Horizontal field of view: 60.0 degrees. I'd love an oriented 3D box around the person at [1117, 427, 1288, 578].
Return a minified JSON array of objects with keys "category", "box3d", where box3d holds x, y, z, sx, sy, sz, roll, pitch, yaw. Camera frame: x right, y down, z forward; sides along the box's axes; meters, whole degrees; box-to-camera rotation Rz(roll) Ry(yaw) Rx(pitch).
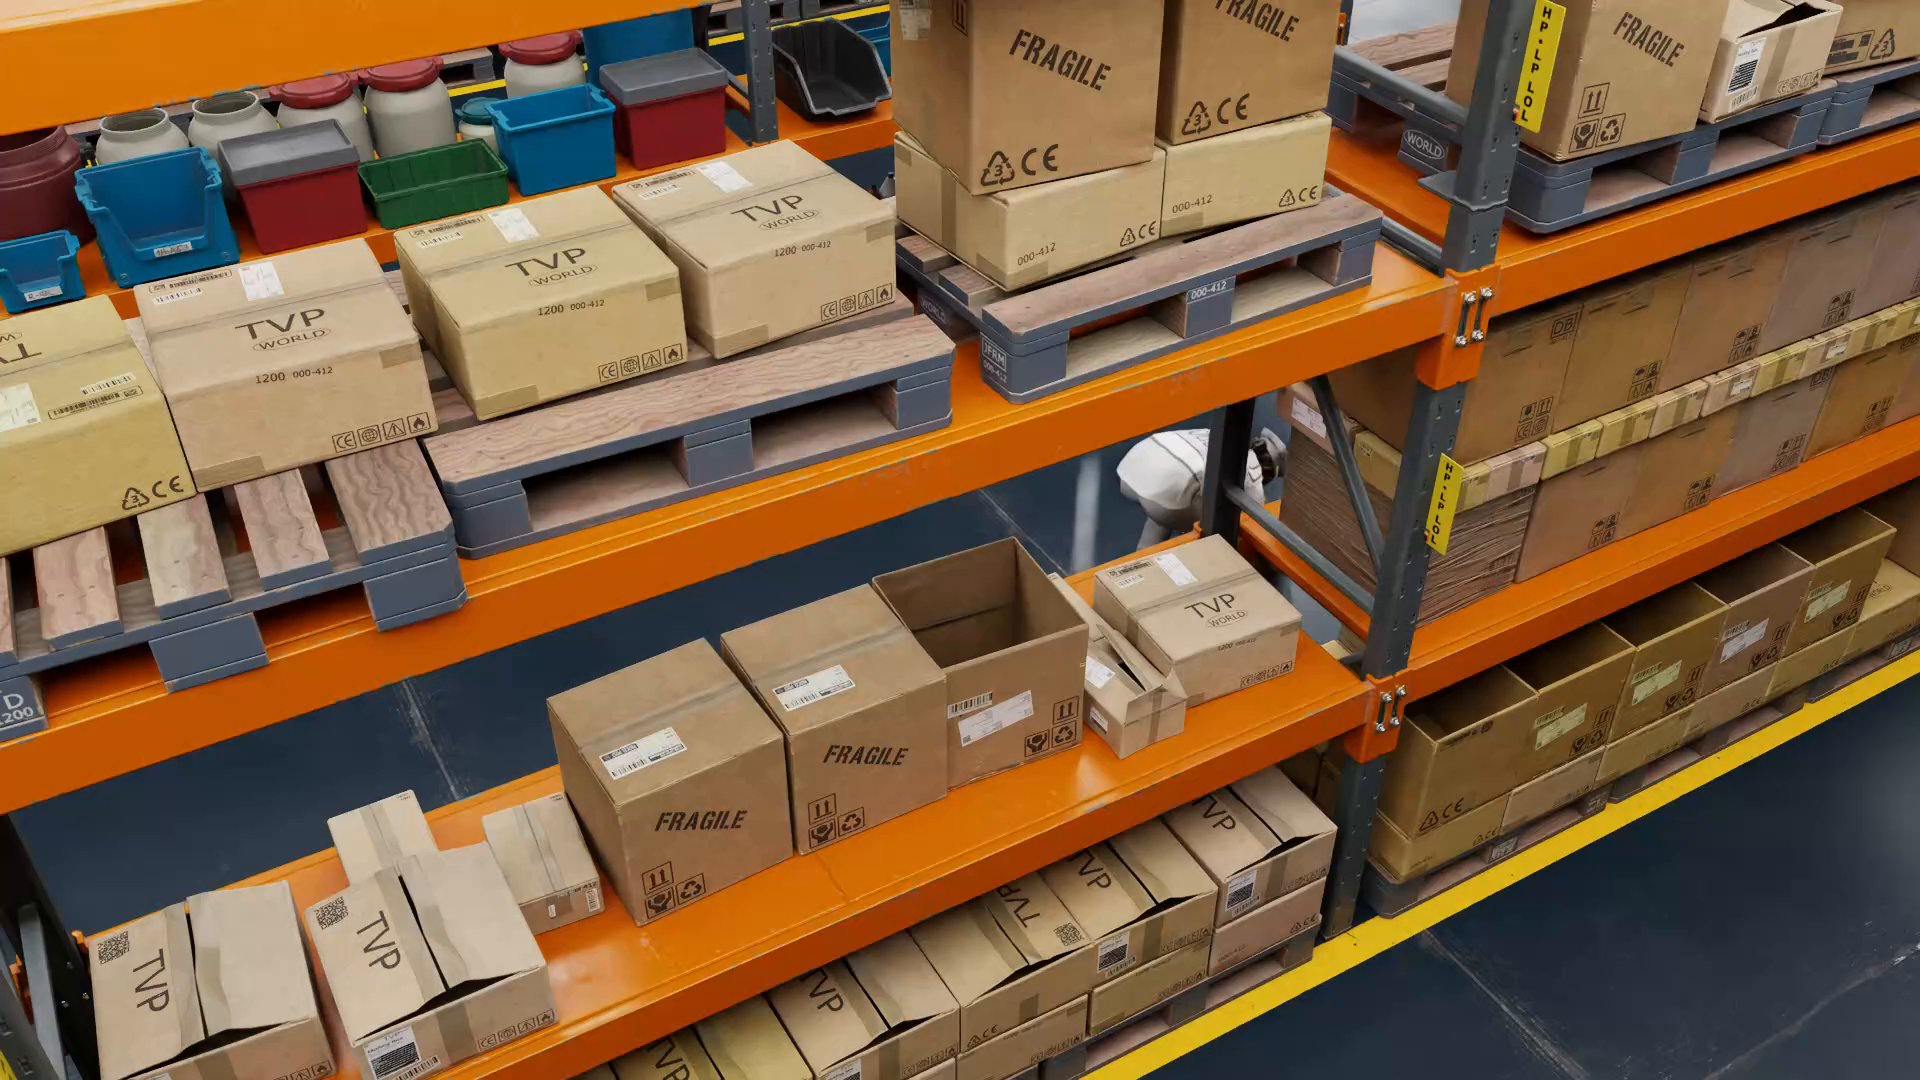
[{"category":"person","box3d":[1.127,-0.143,7.745,0.903,0.907,0.460,-21,42,-26]}]
